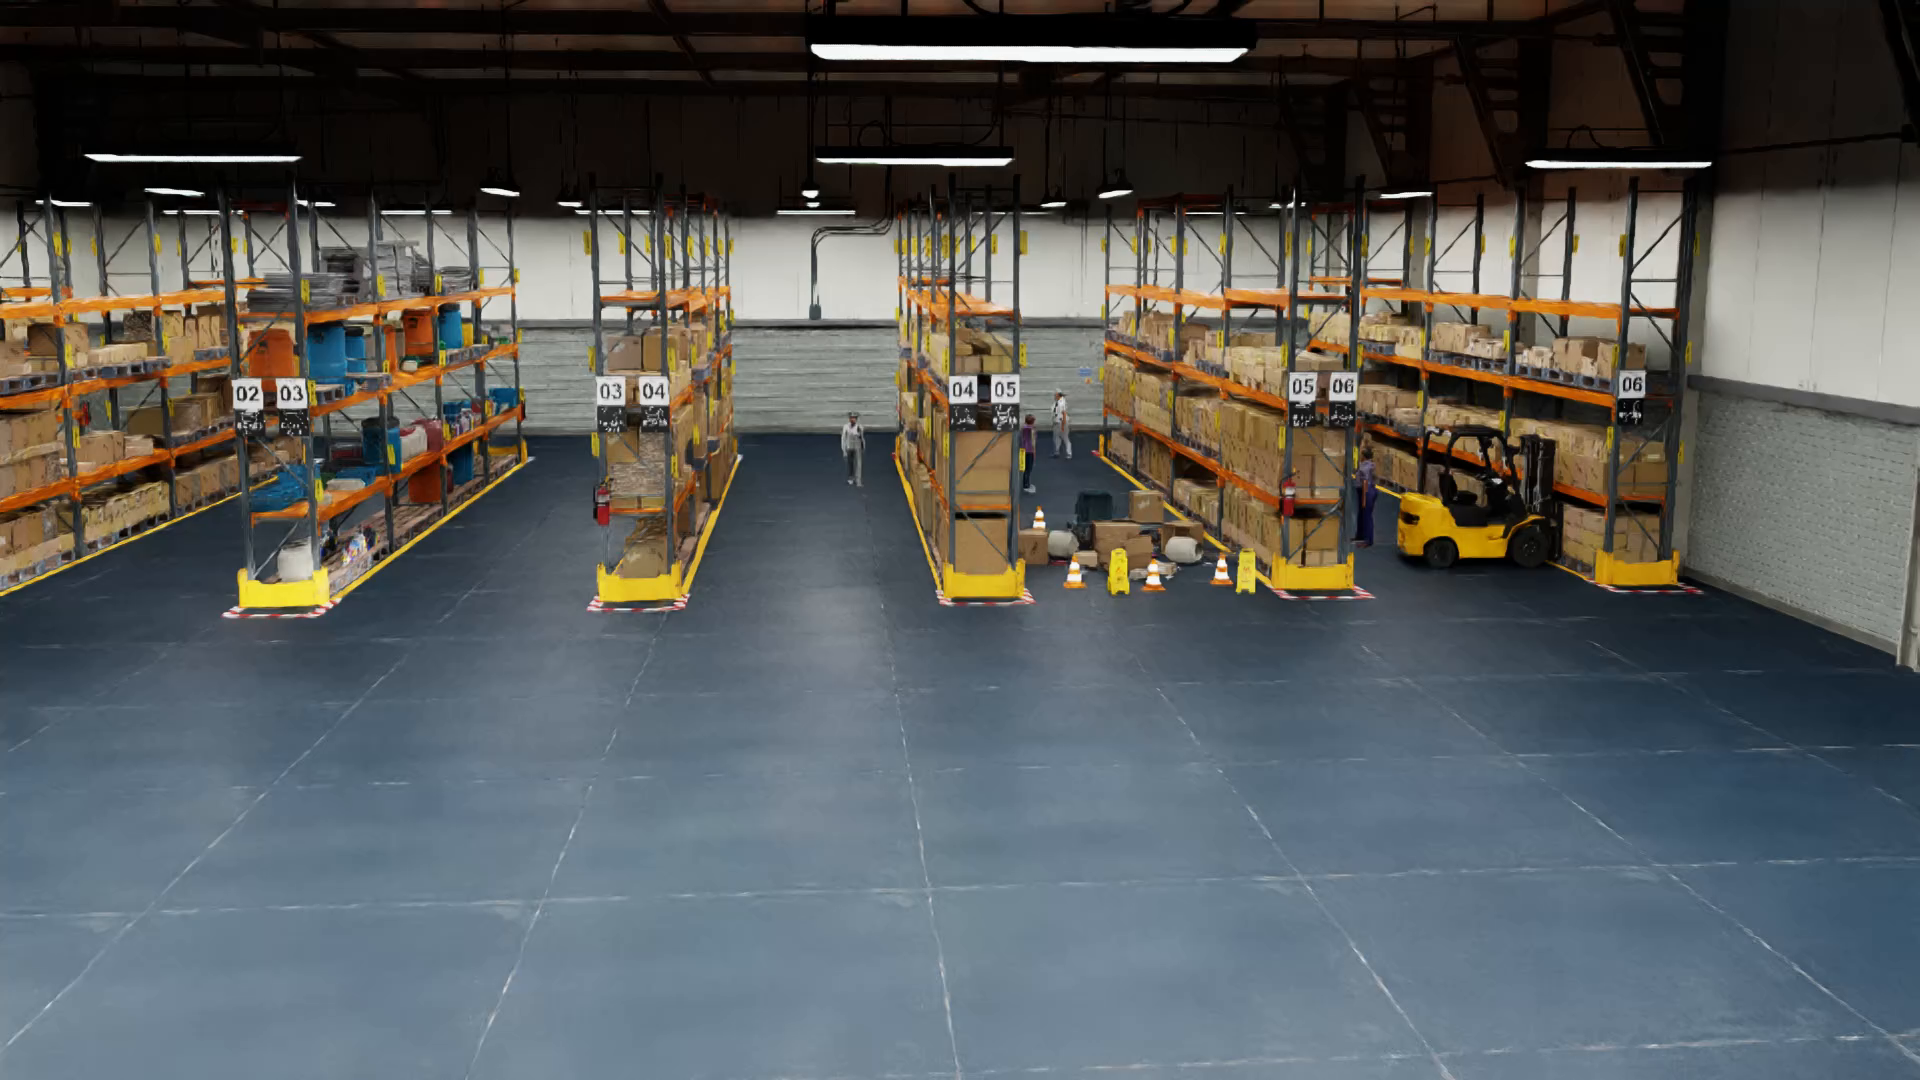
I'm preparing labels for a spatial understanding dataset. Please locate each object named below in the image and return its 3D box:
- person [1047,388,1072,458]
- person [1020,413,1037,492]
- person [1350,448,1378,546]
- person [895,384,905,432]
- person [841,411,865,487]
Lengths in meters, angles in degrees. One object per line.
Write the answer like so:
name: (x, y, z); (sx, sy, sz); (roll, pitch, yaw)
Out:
person: (2.412, -2.787, 39.709); (0.517, 1.660, 0.614); (-3, 10, -16)
person: (1.443, -1.810, 34.263); (0.419, 1.603, 0.502); (-5, 11, -27)
person: (6.819, -0.742, 28.122); (0.467, 1.651, 0.523); (5, 11, 25)
person: (-1.327, -3.127, 41.323); (0.587, 1.777, 0.562); (6, 12, 31)
person: (-2.247, -1.934, 34.966); (0.495, 1.589, 1.086); (0, 10, -2)
